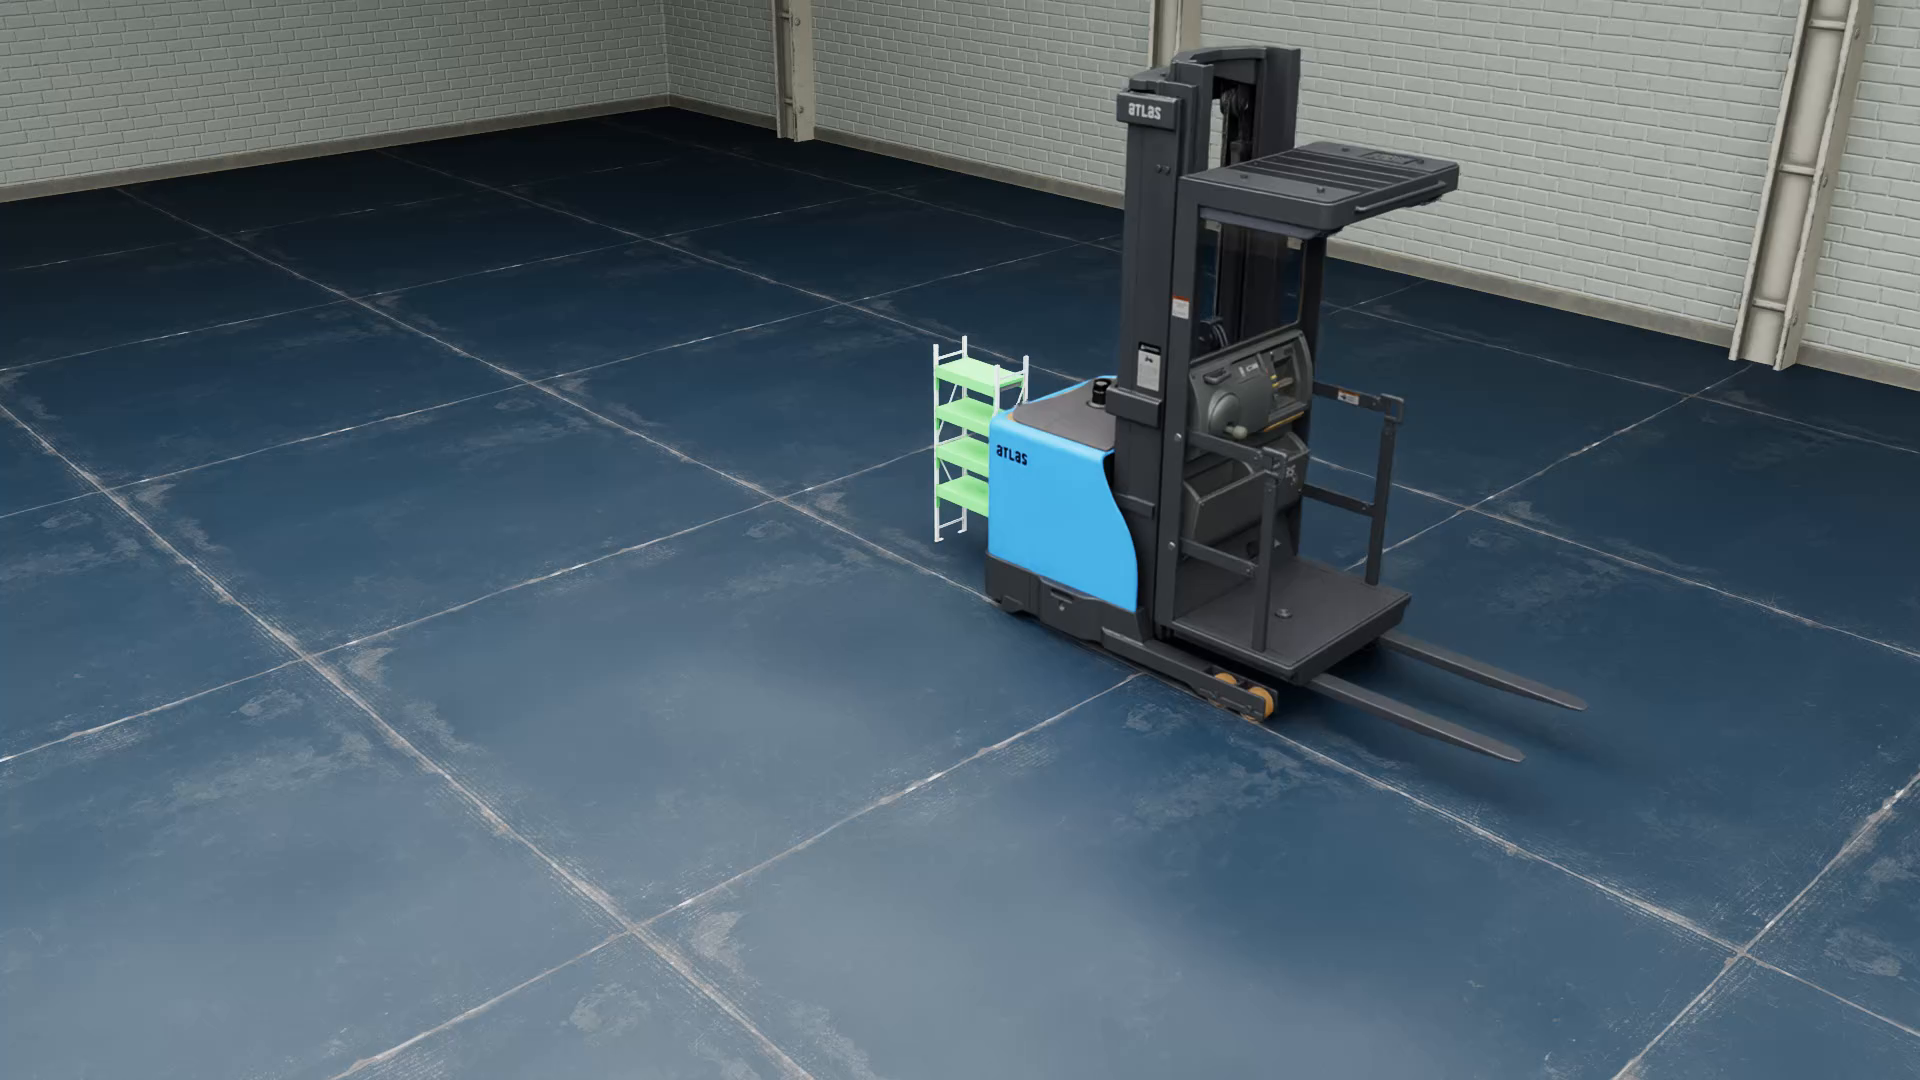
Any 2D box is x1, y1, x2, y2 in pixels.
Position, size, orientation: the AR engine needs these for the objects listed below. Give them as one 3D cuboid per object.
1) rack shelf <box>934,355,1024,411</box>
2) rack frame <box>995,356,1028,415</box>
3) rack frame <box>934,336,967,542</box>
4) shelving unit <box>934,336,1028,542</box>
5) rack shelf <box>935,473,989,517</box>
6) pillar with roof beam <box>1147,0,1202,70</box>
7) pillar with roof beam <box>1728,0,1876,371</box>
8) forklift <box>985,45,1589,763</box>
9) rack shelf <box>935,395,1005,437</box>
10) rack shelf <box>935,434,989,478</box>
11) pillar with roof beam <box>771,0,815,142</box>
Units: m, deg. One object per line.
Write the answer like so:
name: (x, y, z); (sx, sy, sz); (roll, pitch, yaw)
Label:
rack shelf: (0.113, -0.874, 9.218); (0.258, 0.148, 0.480); (-21, 32, -38)
rack frame: (0.280, -0.422, 9.229); (0.240, 1.200, 0.015); (-21, 32, -38)
rack frame: (-0.054, -0.570, 9.553); (0.240, 1.200, 0.015); (-21, 32, -38)
shelving unit: (0.113, -0.496, 9.391); (0.258, 1.200, 0.503); (-21, 32, -38)
rack shelf: (0.113, -0.219, 9.517); (0.258, 0.148, 0.480); (-21, 32, -38)
pillar with roof beam: (-1.080, -6.070, 12.213); (9.100, 9.000, 0.400); (-21, 32, -38)
pillar with roof beam: (3.021, -4.252, 8.229); (9.100, 9.000, 0.400); (-21, 32, -38)
forklift: (1.544, -0.714, 7.784); (3.031, 2.935, 1.130); (22, 32, 39)
rack shelf: (0.113, -0.656, 9.318); (0.258, 0.148, 0.480); (-21, 32, -38)
rack shelf: (0.113, -0.438, 9.418); (0.258, 0.148, 0.480); (-21, 32, -38)
pillar with roof beam: (-5.181, -7.888, 16.198); (9.100, 9.000, 0.400); (-21, 32, -38)
